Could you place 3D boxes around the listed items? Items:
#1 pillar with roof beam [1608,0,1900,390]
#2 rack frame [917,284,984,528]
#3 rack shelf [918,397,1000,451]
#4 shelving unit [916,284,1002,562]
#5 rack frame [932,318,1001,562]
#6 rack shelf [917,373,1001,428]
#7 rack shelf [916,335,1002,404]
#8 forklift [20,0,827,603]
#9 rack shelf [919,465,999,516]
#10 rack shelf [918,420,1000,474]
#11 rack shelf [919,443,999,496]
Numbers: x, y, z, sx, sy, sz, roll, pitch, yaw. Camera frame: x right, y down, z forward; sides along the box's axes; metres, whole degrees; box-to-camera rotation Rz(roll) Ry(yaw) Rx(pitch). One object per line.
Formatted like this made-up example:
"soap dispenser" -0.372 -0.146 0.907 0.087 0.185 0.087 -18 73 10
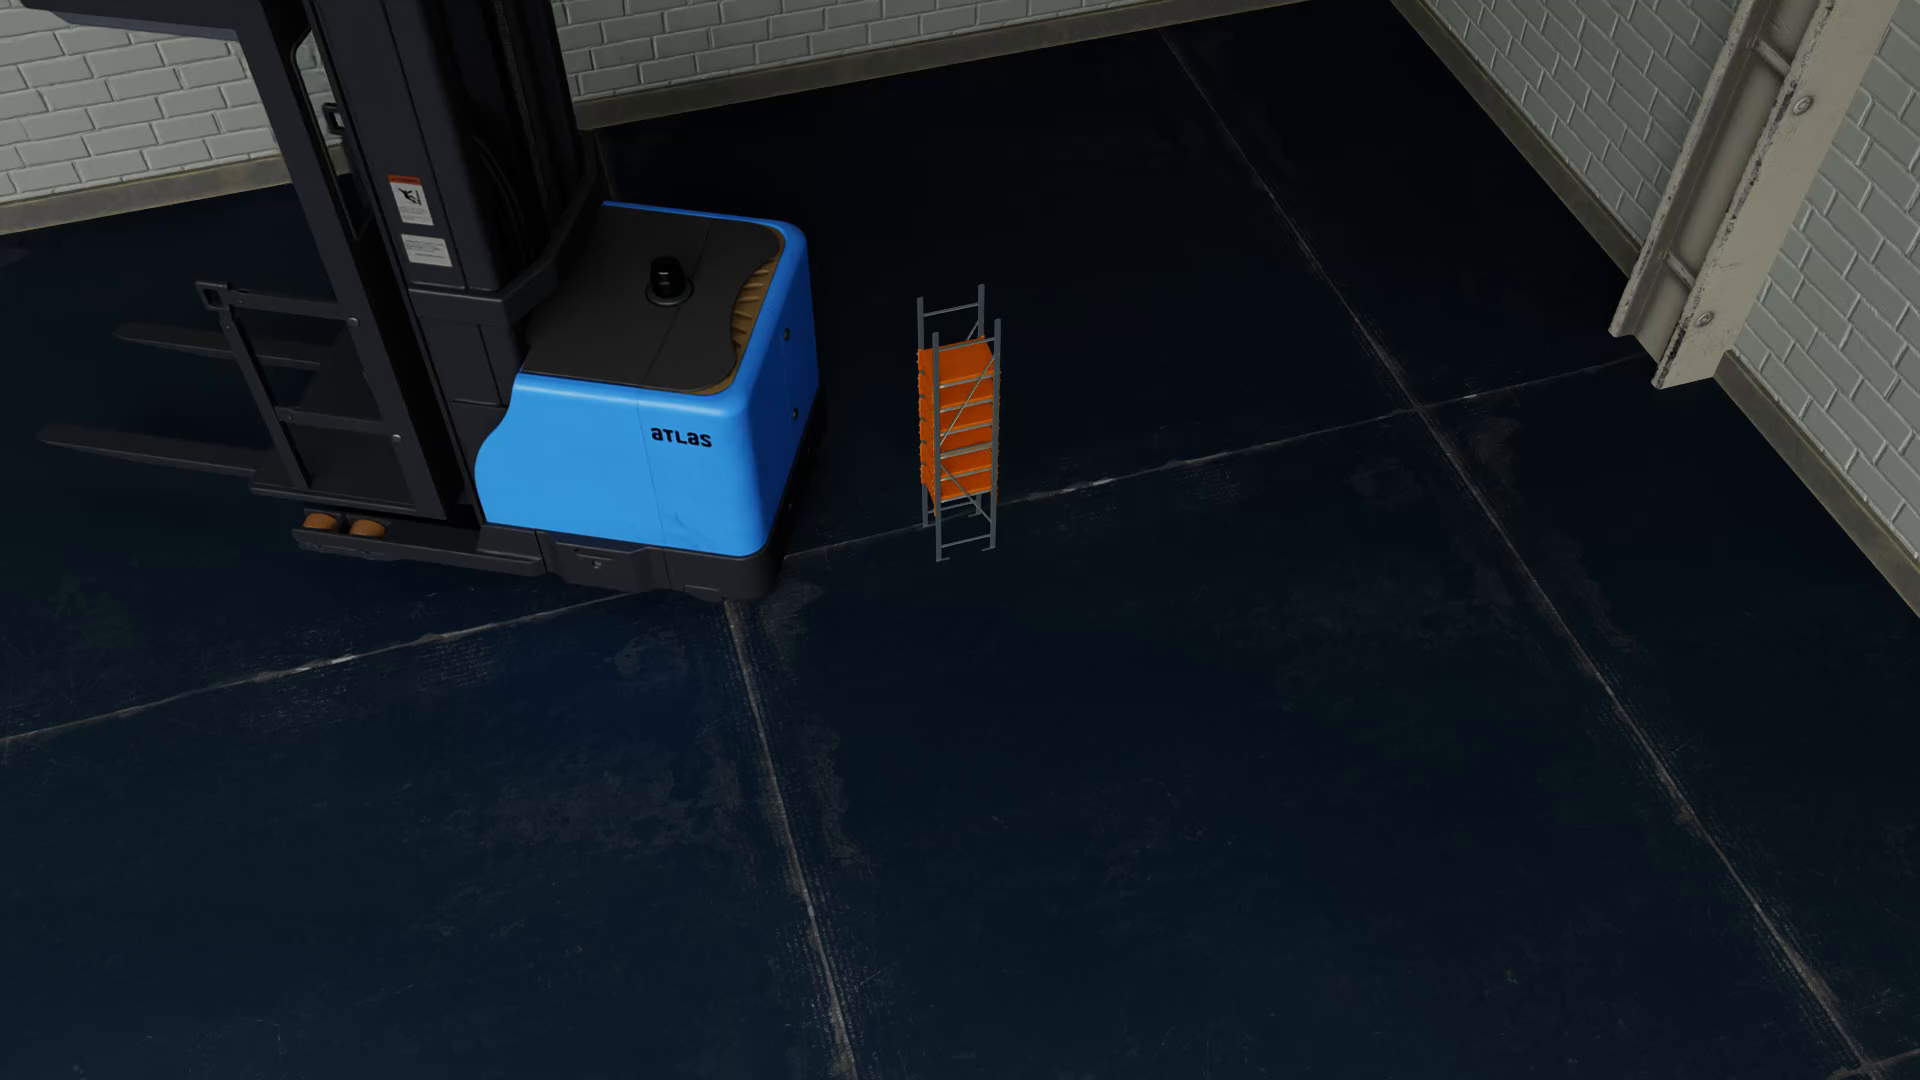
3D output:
"pillar with roof beam" -1.056 -2.746 2.969 9.100 9.000 0.400 -13 51 -11
"rack frame" -0.031 -0.464 6.146 0.240 1.200 0.006 -13 51 -11
"rack shelf" -0.004 -0.446 6.032 0.258 0.103 0.180 -13 51 -11
"shelving unit" -0.004 -0.397 6.090 0.258 1.200 0.189 -13 51 -11
"rack frame" 0.023 -0.330 6.034 0.240 1.200 0.006 -13 51 -11
"rack shelf" -0.004 -0.523 5.940 0.258 0.103 0.180 -13 51 -11
"rack shelf" -0.004 -0.601 5.849 0.258 0.103 0.180 -13 51 -11
"forklift" -2.117 -1.257 5.682 3.031 2.935 1.130 8 50 6
"rack shelf" -0.004 -0.214 6.307 0.258 0.103 0.180 -13 51 -11
"rack shelf" -0.004 -0.369 6.124 0.258 0.103 0.180 -13 51 -11
"rack shelf" -0.004 -0.291 6.216 0.258 0.103 0.180 -13 51 -11
